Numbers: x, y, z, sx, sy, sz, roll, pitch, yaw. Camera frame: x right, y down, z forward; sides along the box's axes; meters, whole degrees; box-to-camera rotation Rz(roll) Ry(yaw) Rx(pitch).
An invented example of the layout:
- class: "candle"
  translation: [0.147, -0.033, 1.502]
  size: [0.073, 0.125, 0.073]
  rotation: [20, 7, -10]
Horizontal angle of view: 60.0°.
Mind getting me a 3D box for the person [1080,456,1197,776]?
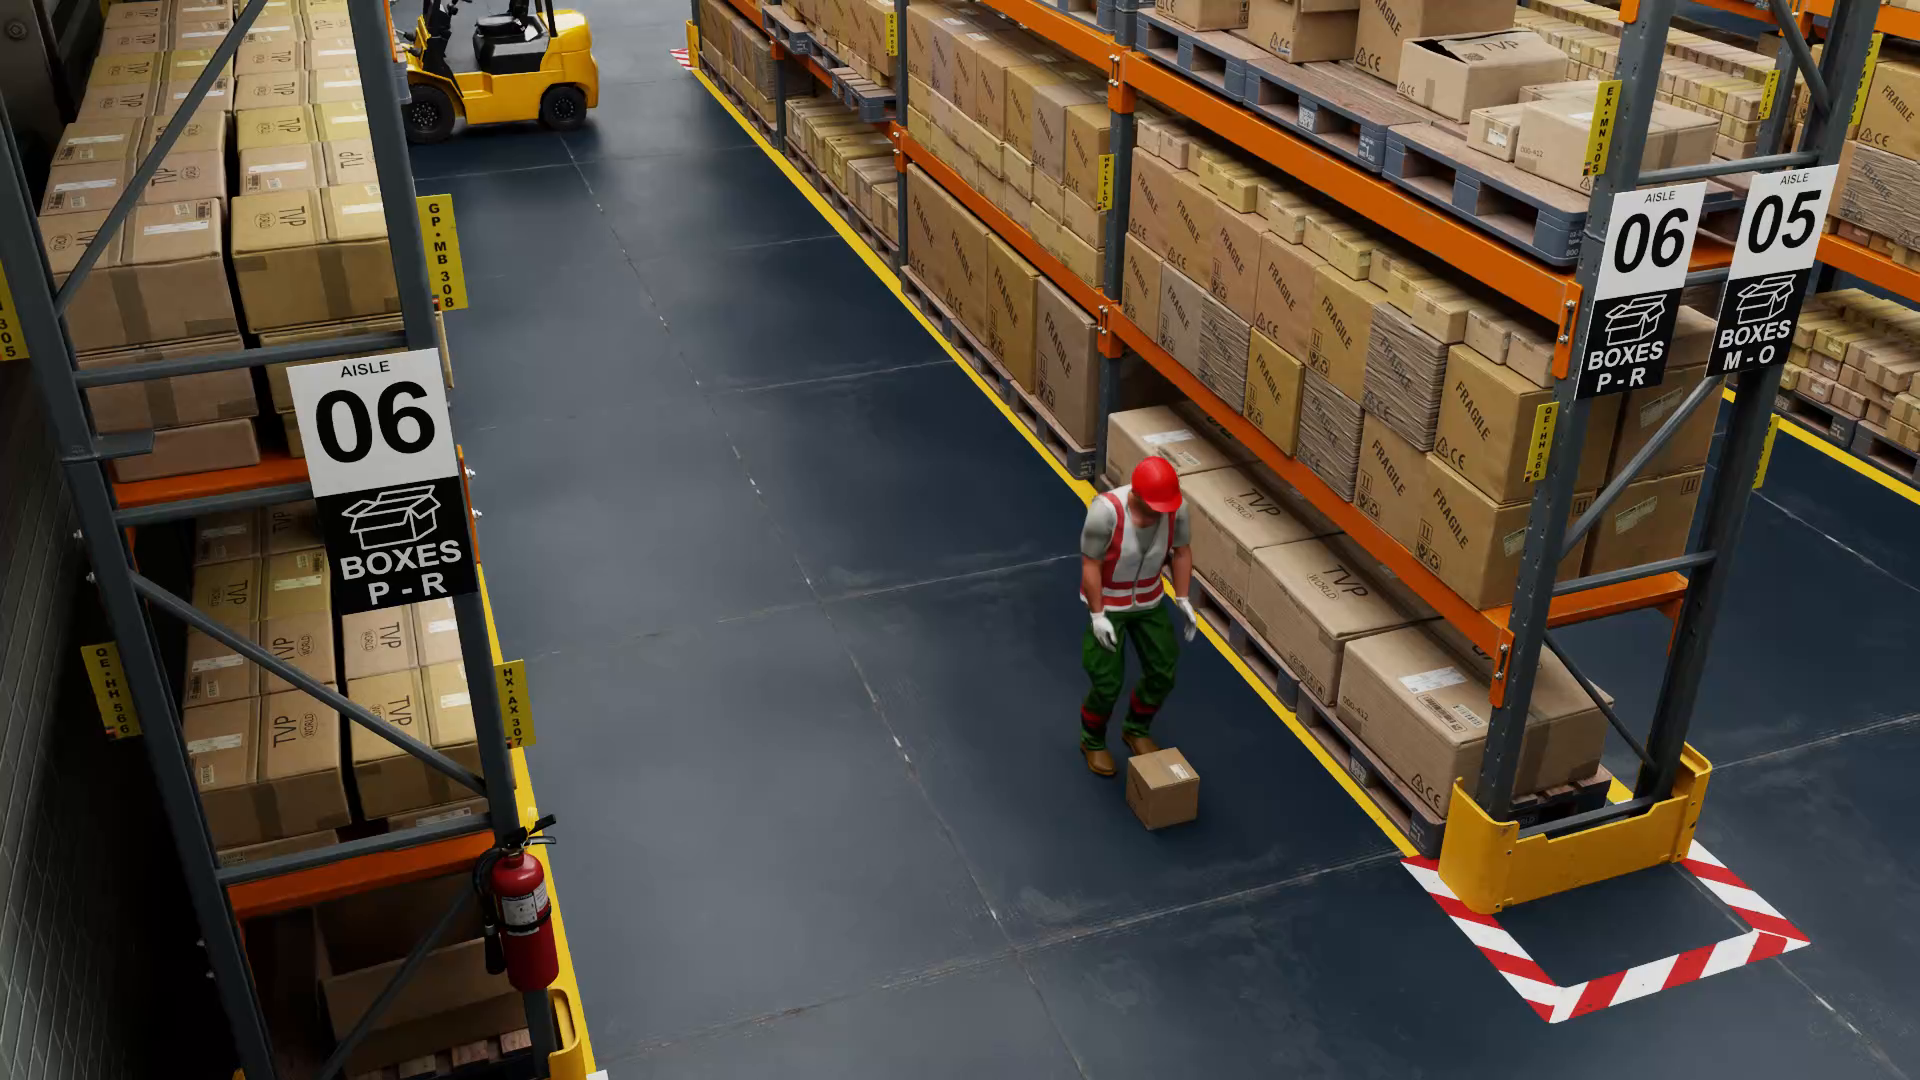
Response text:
- class: "person"
  translation: [0.829, 0.327, 7.841]
  size: [0.554, 1.699, 0.516]
  rotation: [-10, 31, -17]
